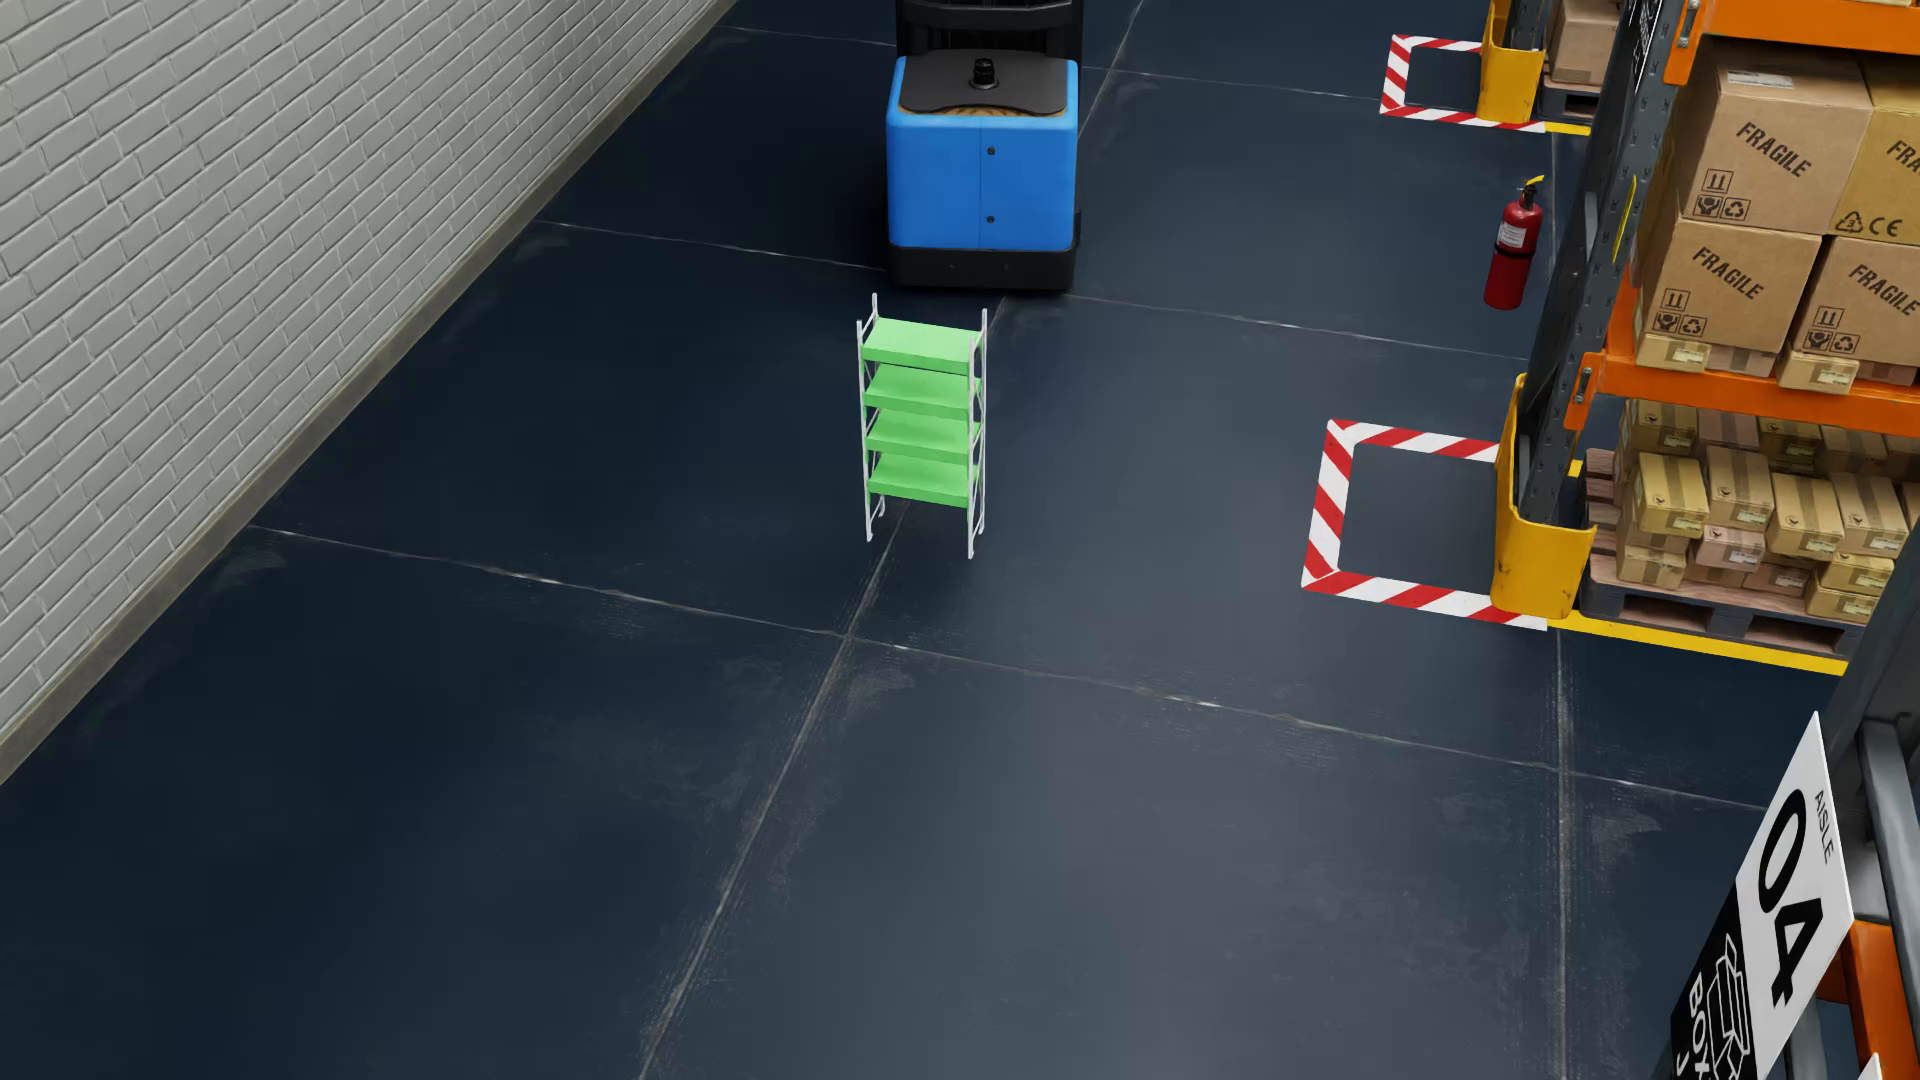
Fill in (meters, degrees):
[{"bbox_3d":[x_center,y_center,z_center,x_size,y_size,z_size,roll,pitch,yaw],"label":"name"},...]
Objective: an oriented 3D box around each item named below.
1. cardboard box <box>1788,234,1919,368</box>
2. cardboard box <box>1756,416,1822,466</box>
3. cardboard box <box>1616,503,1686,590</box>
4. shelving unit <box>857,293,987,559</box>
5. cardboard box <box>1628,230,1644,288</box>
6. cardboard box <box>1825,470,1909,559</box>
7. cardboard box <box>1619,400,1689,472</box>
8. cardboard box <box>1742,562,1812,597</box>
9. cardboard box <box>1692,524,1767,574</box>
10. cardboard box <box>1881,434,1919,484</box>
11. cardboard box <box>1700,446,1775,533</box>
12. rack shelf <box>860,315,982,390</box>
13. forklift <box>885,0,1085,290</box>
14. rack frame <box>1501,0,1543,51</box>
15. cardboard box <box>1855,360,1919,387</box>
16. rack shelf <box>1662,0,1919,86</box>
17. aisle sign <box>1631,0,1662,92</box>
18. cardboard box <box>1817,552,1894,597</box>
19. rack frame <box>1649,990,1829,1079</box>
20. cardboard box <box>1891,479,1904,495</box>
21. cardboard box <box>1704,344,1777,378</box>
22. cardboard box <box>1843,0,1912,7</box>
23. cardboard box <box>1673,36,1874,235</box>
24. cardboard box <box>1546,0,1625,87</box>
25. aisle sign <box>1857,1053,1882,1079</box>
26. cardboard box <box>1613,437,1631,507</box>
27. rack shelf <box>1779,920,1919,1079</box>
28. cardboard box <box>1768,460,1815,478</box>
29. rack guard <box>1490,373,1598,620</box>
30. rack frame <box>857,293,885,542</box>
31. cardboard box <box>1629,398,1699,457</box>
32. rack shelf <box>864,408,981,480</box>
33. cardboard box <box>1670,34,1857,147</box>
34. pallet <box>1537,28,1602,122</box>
[{"bbox_3d":[3.483,-1.024,6.328,0.500,0.500,0.500,10,41,12],"label":"cardboard box"},{"bbox_3d":[3.685,-0.516,7.460,0.250,0.149,0.380,9,41,10],"label":"cardboard box"},{"bbox_3d":[3.021,0.025,7.278,0.250,0.149,0.380,11,41,12],"label":"cardboard box"},{"bbox_3d":[-0.160,-0.487,7.397,0.503,1.200,0.258,10,41,11],"label":"shelving unit"},{"bbox_3d":[2.986,-1.217,7.062,0.250,0.149,0.380,10,41,11],"label":"cardboard box"},{"bbox_3d":[3.785,-0.108,6.974,0.250,0.149,0.380,8,41,9],"label":"cardboard box"},{"bbox_3d":[3.181,-0.464,7.629,0.250,0.149,0.380,9,41,10],"label":"cardboard box"},{"bbox_3d":[3.537,0.055,7.243,0.250,0.149,0.380,10,41,12],"label":"cardboard box"},{"bbox_3d":[3.287,-0.048,7.133,0.250,0.149,0.380,10,41,11],"label":"cardboard box"},{"bbox_3d":[4.193,-0.424,7.350,0.250,0.149,0.380,11,41,13],"label":"cardboard box"},{"bbox_3d":[3.313,-0.219,7.106,0.250,0.149,0.380,10,41,12],"label":"cardboard box"},{"bbox_3d":[-0.160,-0.806,7.129,0.480,0.148,0.258,10,41,11],"label":"rack shelf"},{"bbox_3d":[0.186,-3.454,9.584,1.130,2.935,3.031,2,40,2],"label":"forklift"},{"bbox_3d":[3.780,-4.284,10.518,0.127,3.000,1.000,10,41,11],"label":"rack frame"},{"bbox_3d":[3.614,-0.785,6.548,0.250,0.149,0.380,12,41,13],"label":"cardboard box"},{"bbox_3d":[4.530,-1.732,5.707,4.000,0.370,1.077,10,41,11],"label":"rack shelf"},{"bbox_3d":[2.450,-2.013,5.793,0.004,0.787,0.394,10,41,11],"label":"aisle sign"},{"bbox_3d":[3.766,0.048,7.019,0.250,0.149,0.380,11,41,13],"label":"cardboard box"},{"bbox_3d":[1.218,1.873,3.188,0.127,3.000,1.000,10,41,11],"label":"rack frame"},{"bbox_3d":[4.187,-0.301,7.435,0.250,0.149,0.380,10,41,12],"label":"cardboard box"},{"bbox_3d":[3.082,-0.821,6.591,0.250,0.149,0.380,11,41,13],"label":"cardboard box"},{"bbox_3d":[2.965,-2.049,5.642,0.500,0.250,0.500,11,41,13],"label":"cardboard box"},{"bbox_3d":[2.963,-1.487,6.102,0.500,0.500,0.500,10,41,11],"label":"cardboard box"},{"bbox_3d":[4.443,-3.416,11.151,0.875,0.438,0.875,8,41,10],"label":"cardboard box"},{"bbox_3d":[1.071,1.052,2.144,0.004,0.787,0.394,10,41,11],"label":"aisle sign"},{"bbox_3d":[3.160,-0.303,7.668,0.250,0.149,0.380,10,41,12],"label":"cardboard box"},{"bbox_3d":[3.150,1.332,2.058,4.000,0.370,1.077,10,41,11],"label":"rack shelf"},{"bbox_3d":[3.684,-0.379,7.528,0.250,0.149,0.380,8,41,10],"label":"cardboard box"},{"bbox_3d":[2.671,-0.222,7.625,0.348,0.500,1.175,10,41,11],"label":"rack guard"},{"bbox_3d":[-0.396,-0.528,7.445,0.015,1.200,0.240,10,41,11],"label":"rack frame"},{"bbox_3d":[3.175,-0.558,7.510,0.250,0.149,0.380,10,41,12],"label":"cardboard box"},{"bbox_3d":[-0.160,-0.438,7.438,0.480,0.148,0.258,10,41,11],"label":"rack shelf"},{"bbox_3d":[3.104,-1.805,6.481,0.500,0.500,0.500,9,41,11],"label":"cardboard box"},{"bbox_3d":[4.572,-3.132,11.315,1.213,0.211,1.003,10,41,11],"label":"pallet"}]
